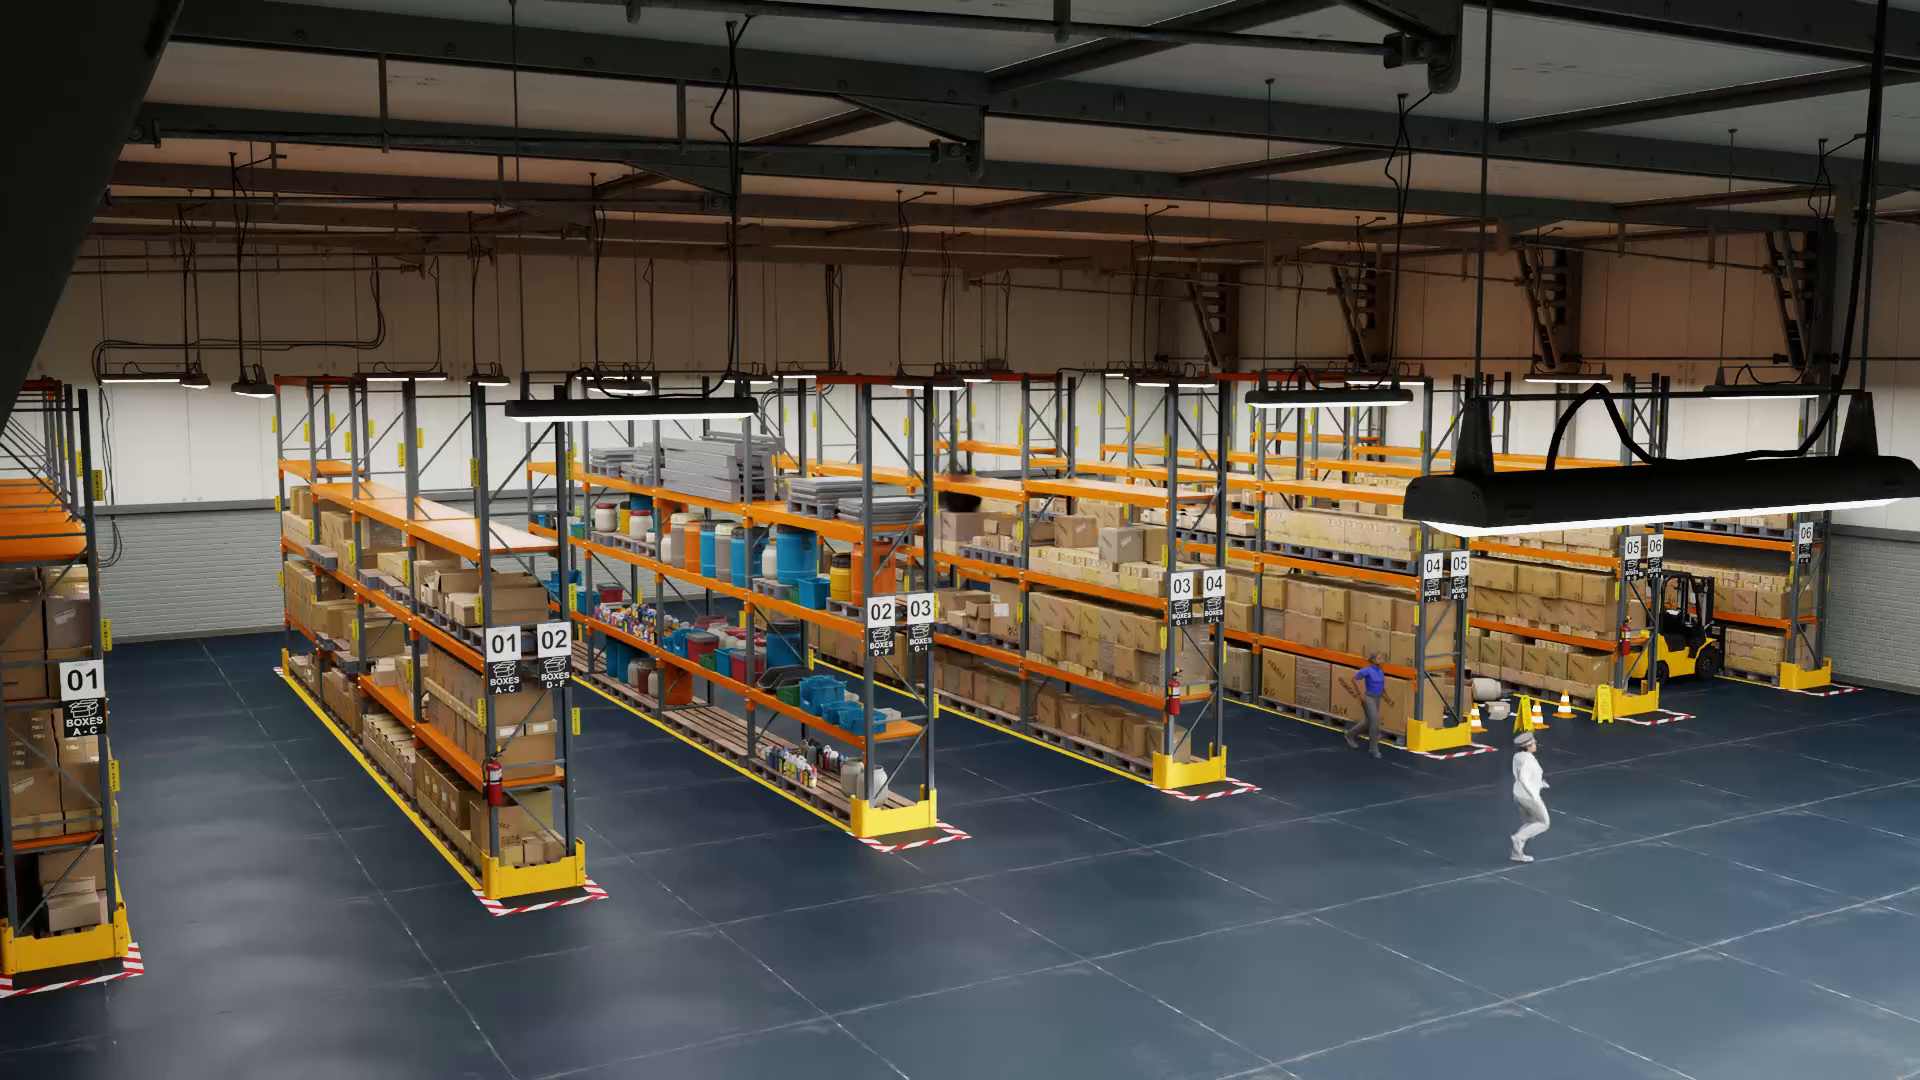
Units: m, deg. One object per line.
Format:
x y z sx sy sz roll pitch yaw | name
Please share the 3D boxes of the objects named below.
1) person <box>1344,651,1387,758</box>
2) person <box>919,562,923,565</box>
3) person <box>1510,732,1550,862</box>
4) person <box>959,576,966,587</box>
6.580 2.627 26.699 0.601 1.698 0.805 -5 8 -41 | person
-0.970 1.304 38.816 0.635 1.604 0.526 -4 7 -30 | person
7.168 3.226 20.904 0.540 1.656 0.608 -1 6 -5 | person
0.036 0.885 42.254 0.624 1.659 0.575 -5 8 -41 | person
